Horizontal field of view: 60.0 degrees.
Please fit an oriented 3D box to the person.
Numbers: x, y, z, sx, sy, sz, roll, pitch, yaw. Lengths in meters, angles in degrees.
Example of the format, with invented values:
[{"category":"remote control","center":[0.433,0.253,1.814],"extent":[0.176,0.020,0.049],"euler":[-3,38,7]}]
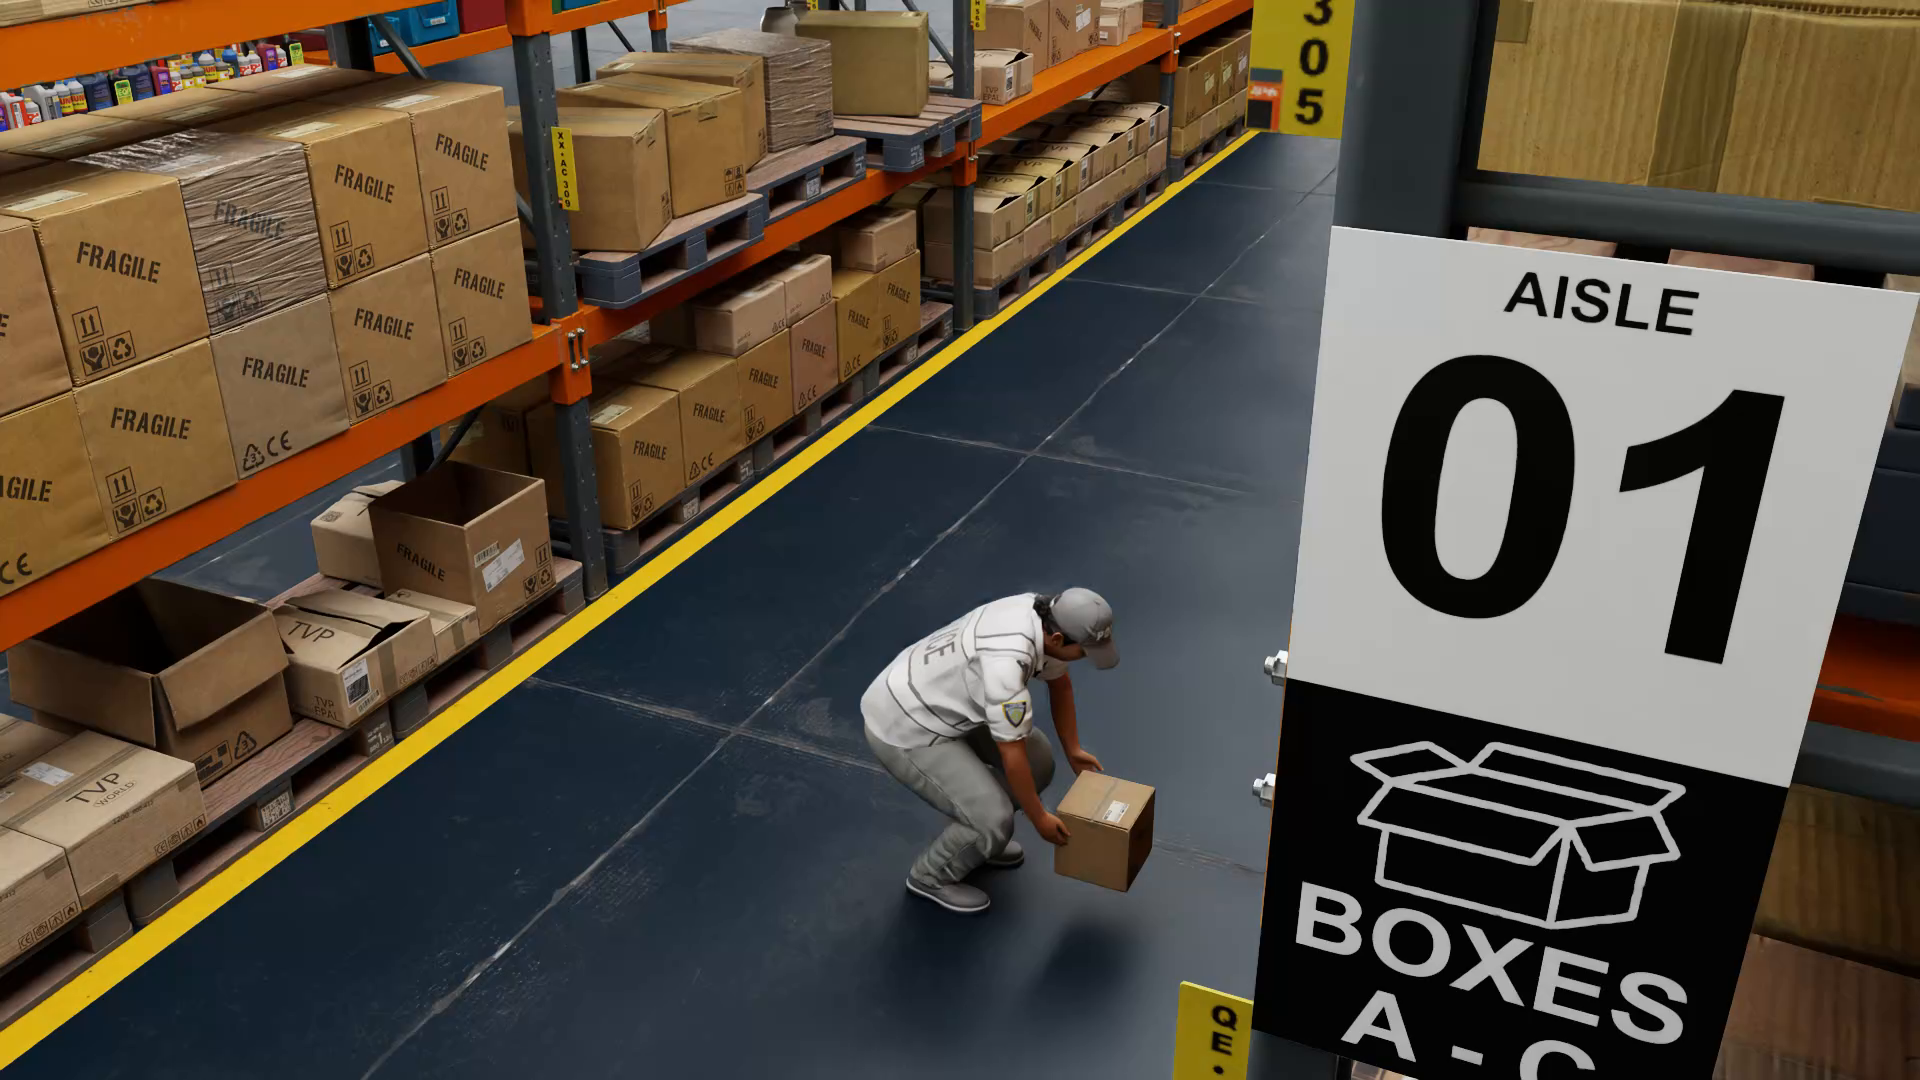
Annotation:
[{"category":"person","center":[0.103,0.629,5.417],"extent":[0.817,1.158,0.539],"euler":[11,28,22]}]
